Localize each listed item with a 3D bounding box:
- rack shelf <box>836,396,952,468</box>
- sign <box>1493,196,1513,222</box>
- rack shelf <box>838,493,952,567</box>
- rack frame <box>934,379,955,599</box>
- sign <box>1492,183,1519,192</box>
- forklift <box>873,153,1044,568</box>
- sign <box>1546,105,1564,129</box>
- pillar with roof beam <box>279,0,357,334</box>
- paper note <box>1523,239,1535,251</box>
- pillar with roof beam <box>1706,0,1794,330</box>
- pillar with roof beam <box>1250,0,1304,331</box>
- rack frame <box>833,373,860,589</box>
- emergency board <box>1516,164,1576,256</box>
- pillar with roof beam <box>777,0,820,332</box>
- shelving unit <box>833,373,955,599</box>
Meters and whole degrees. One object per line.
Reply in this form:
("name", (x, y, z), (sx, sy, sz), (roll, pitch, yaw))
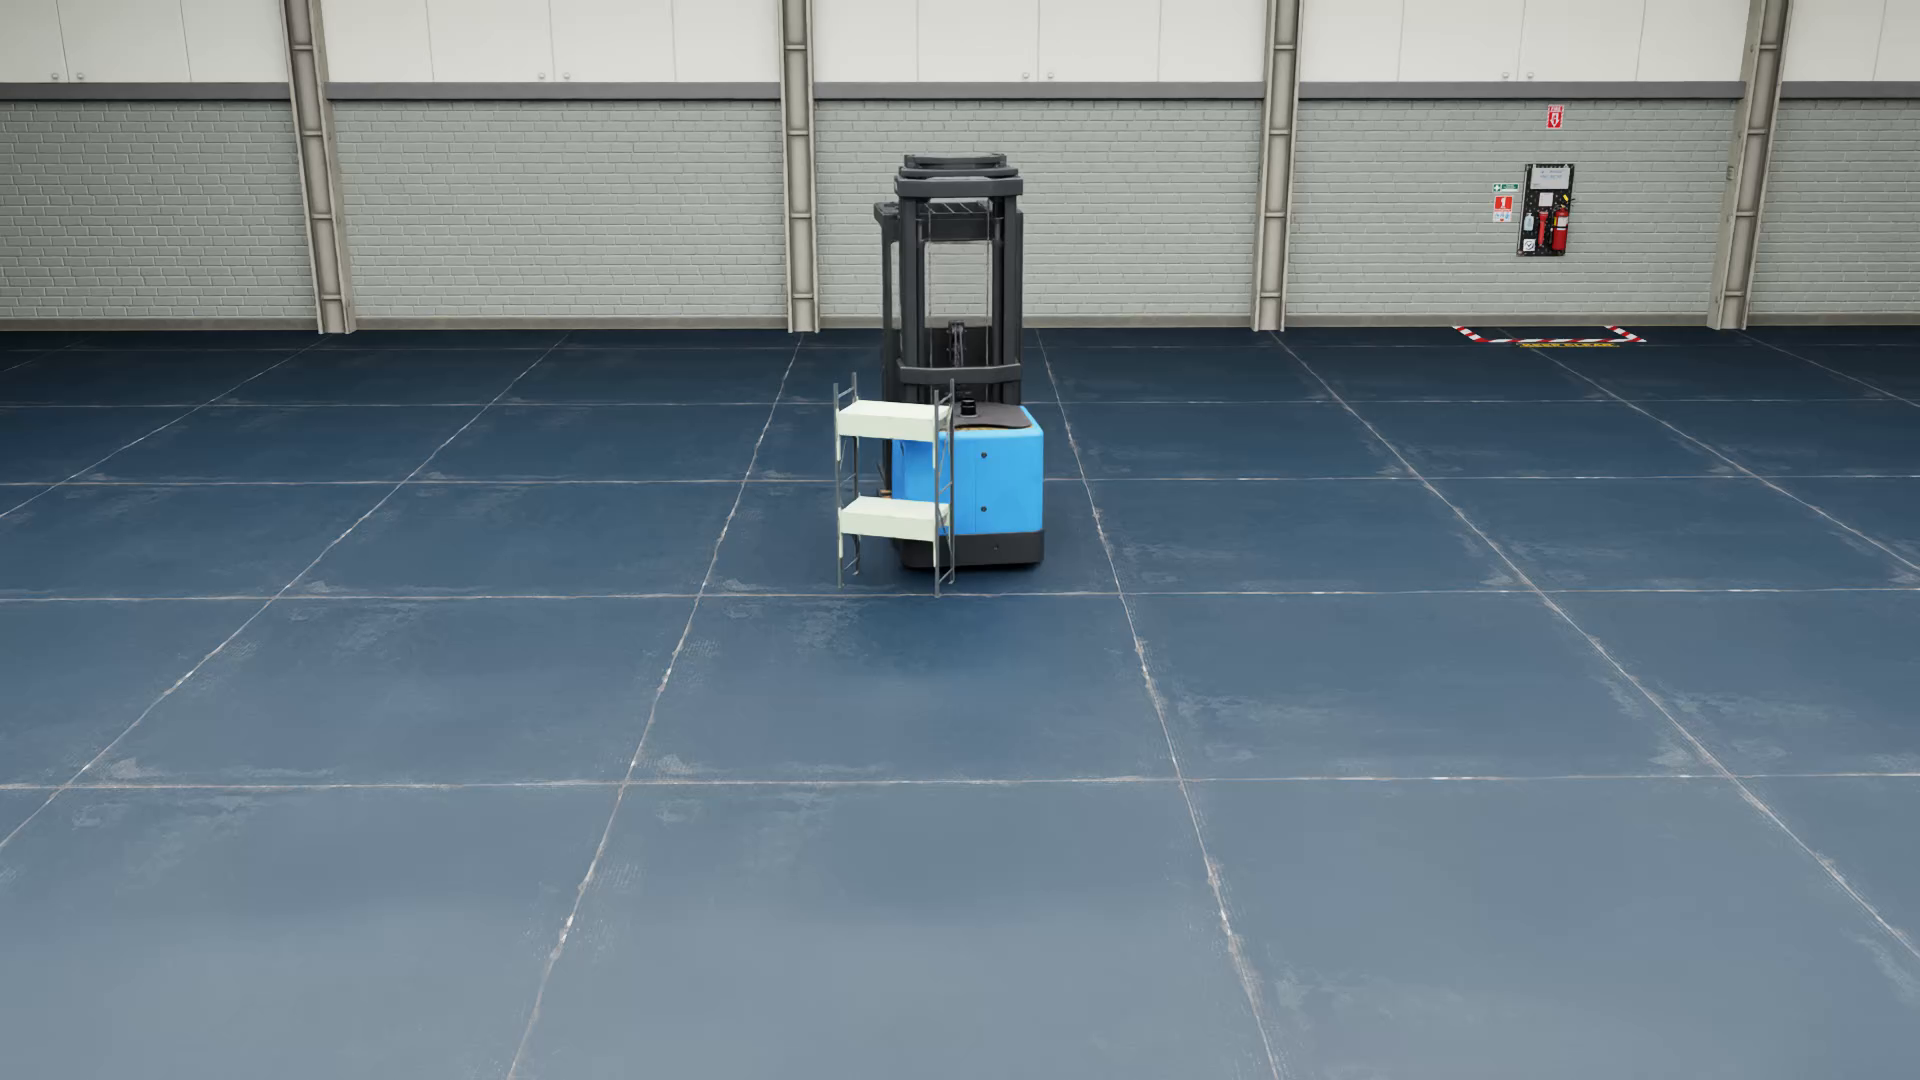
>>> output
("rack shelf", (-0.457, -0.761, 11.686), (0.720, 0.370, 0.431), (5, 19, 16))
("sign", (6.960, -4.246, 21.314), (0.234, 0.329, 0.001), (0, 18, -1))
("rack shelf", (-0.457, -0.079, 11.905), (0.720, 0.370, 0.431), (5, 19, 16))
("rack frame", (-0.107, -0.357, 11.704), (0.023, 1.500, 0.400), (5, 19, 16))
("sign", (6.965, -4.495, 21.225), (0.331, 0.109, 0.001), (0, 18, -1))
("forklift", (-0.094, -1.599, 13.235), (1.130, 2.935, 3.031), (-2, 18, -8))
("sign", (7.505, -5.334, 20.970), (0.199, 0.298, 0.001), (0, 18, -1))
("pillar with roof beam", (-7.944, -5.655, 15.945), (0.400, 9.000, 9.100), (0, 18, -1))
("paper note", (7.336, -3.801, 21.427), (0.142, 0.148, 0.016), (0, 18, -1))
("pillar with roof beam", (10.054, -5.742, 16.215), (0.400, 9.000, 9.100), (0, 18, -1))
("pillar with roof beam", (4.055, -5.713, 16.125), (0.400, 9.000, 9.100), (0, 18, -1))
("rack frame", (-0.808, -0.422, 11.907), (0.023, 1.500, 0.400), (5, 19, 16))
("emergency board", (7.514, -4.200, 21.229), (0.643, 1.169, 0.194), (0, 18, -1))
("pillar with roof beam", (-1.945, -5.684, 16.035), (0.400, 9.000, 9.100), (0, 18, -1))
("shelving unit", (-0.457, -0.389, 11.805), (0.755, 1.500, 0.431), (5, 19, 16))
